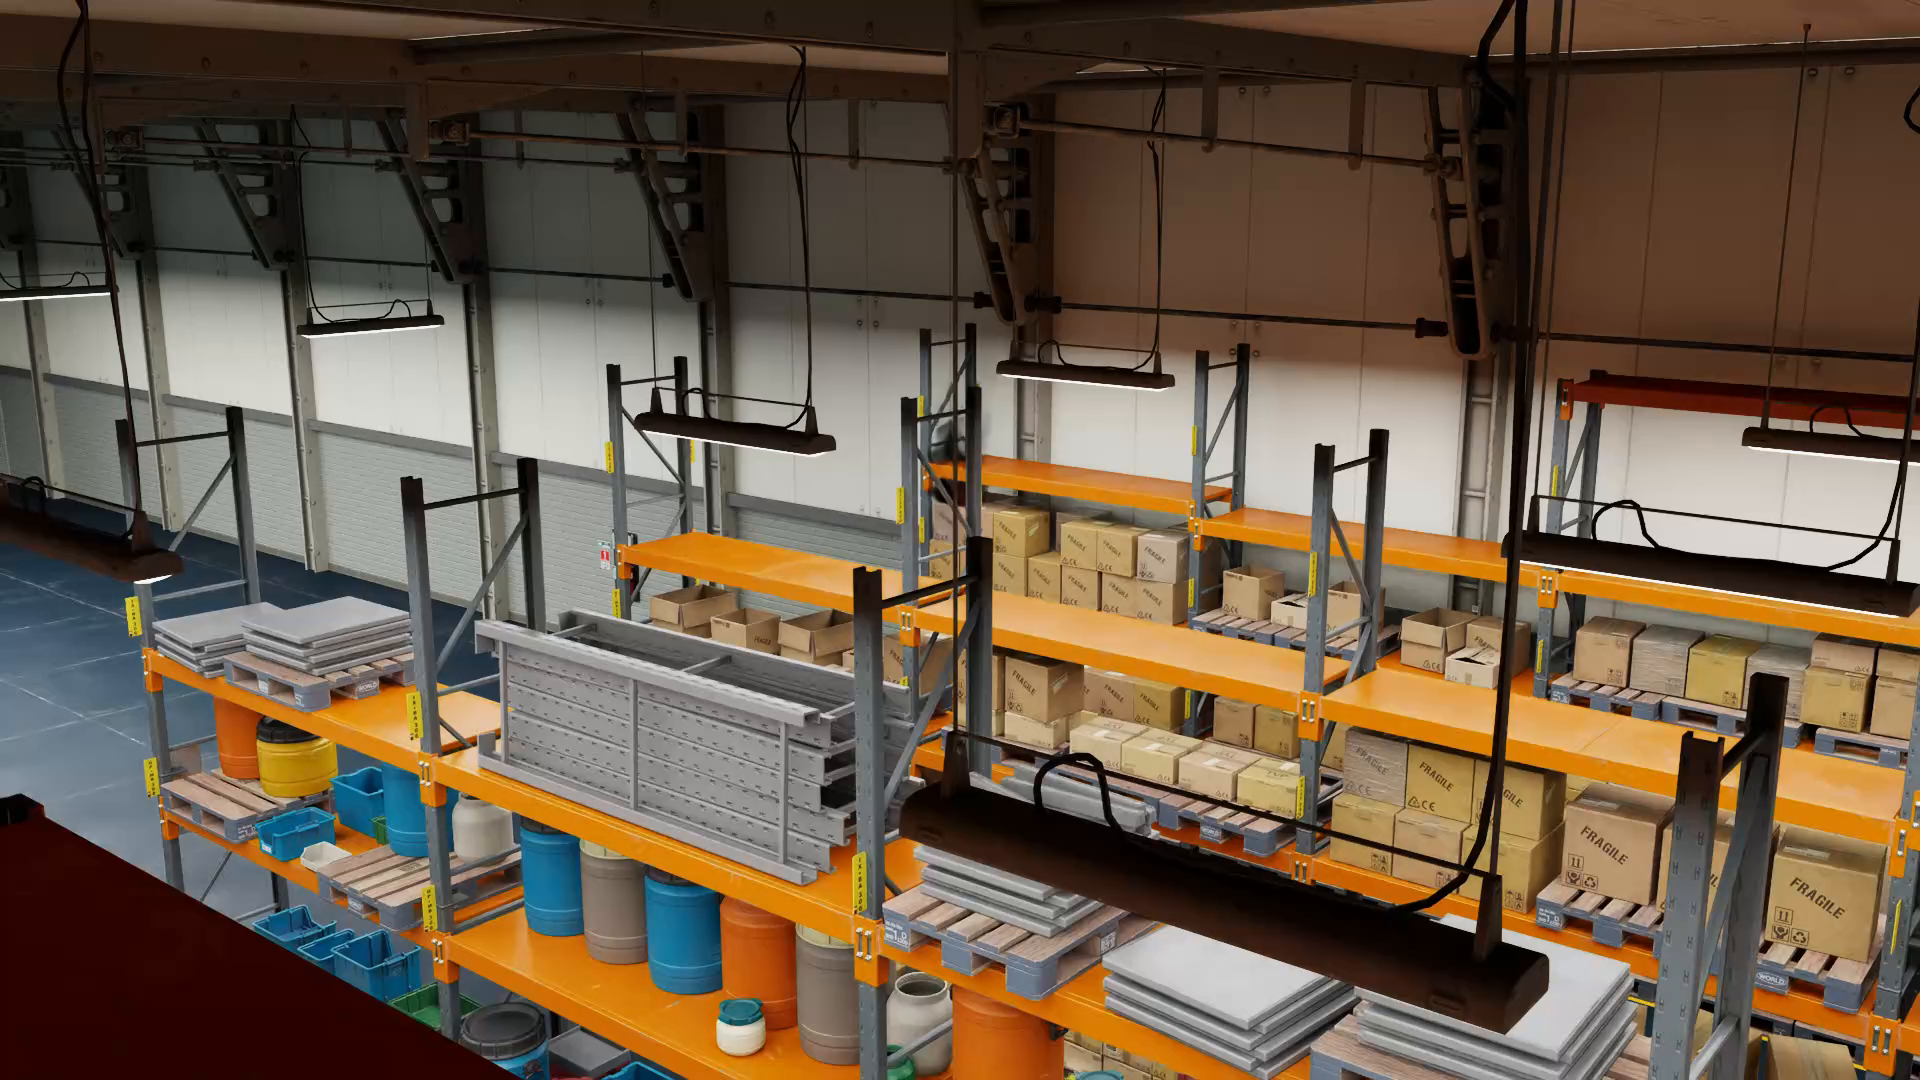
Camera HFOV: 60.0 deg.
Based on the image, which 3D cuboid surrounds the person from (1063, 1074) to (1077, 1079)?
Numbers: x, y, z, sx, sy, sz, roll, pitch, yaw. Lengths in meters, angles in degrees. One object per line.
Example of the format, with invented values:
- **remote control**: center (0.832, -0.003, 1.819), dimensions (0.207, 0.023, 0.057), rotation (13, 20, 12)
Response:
- **person**: center (0.821, 4.570, 11.828), dimensions (0.919, 1.685, 0.699), rotation (6, 14, 25)
